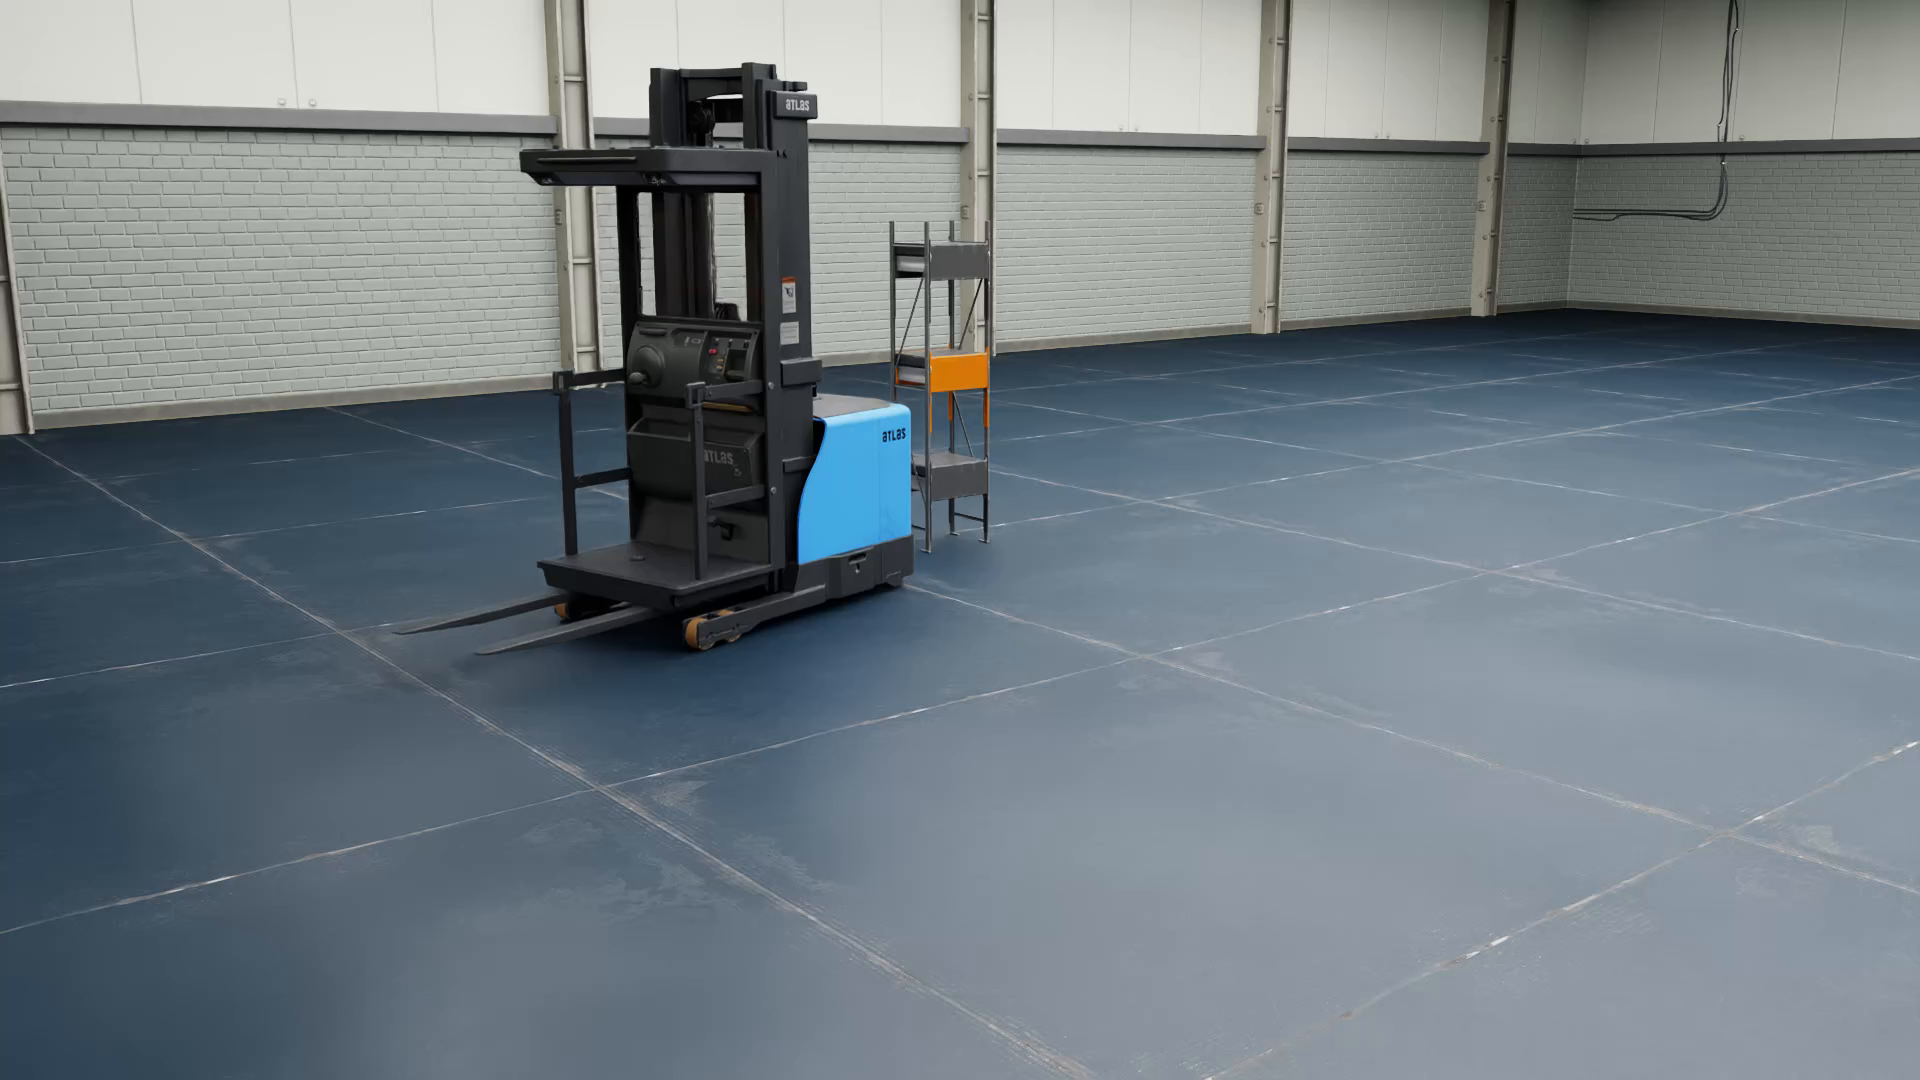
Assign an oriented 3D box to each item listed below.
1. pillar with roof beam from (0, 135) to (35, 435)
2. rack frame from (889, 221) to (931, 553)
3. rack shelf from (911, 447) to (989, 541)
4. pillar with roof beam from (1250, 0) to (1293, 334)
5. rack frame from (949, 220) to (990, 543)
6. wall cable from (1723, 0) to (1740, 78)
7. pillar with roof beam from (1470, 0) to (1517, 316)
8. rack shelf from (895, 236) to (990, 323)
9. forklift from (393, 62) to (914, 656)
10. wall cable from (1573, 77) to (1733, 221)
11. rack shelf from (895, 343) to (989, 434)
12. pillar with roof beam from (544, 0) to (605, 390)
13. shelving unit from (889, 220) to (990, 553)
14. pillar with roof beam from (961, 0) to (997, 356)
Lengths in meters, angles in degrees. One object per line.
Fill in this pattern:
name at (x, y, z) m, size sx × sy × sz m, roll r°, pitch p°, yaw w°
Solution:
pillar with roof beam at (-6.427, -4.725, 11.714) m, size 0.400 × 9.000 × 9.100 m, roll -9°, pitch 15°, yaw -38°
rack frame at (-0.320, -0.974, 10.660) m, size 0.015 × 2.100 × 0.400 m, roll -9°, pitch 15°, yaw -38°
rack shelf at (-0.129, -0.308, 10.958) m, size 0.480 × 0.518 × 0.431 m, roll -9°, pitch 15°, yaw -38°
pillar with roof beam at (7.629, -7.060, 22.714) m, size 0.400 × 9.000 × 9.100 m, roll -9°, pitch 15°, yaw -38°
rack frame at (0.061, -1.037, 10.959) m, size 0.015 × 2.100 × 0.400 m, roll -9°, pitch 15°, yaw -38°
wall cable at (14.441, -9.218, 28.190) m, size 0.112 × 2.526 × 3.097 m, roll -9°, pitch 15°, yaw -38°
pillar with roof beam at (12.314, -7.839, 26.380) m, size 0.400 × 9.000 × 9.100 m, roll -9°, pitch 15°, yaw -38°
rack shelf at (-0.129, -1.677, 10.667) m, size 0.480 × 0.518 × 0.431 m, roll -9°, pitch 15°, yaw -38°
forklift at (-1.553, -0.986, 8.717) m, size 1.130 × 2.935 × 3.031 m, roll 9°, pitch 15°, yaw 36°
wall cable at (12.751, -7.186, 30.781) m, size 0.112 × 2.526 × 3.097 m, roll -9°, pitch 15°, yaw -38°
rack shelf at (-0.129, -0.992, 10.812) m, size 0.480 × 0.518 × 0.431 m, roll -9°, pitch 15°, yaw -38°
pillar with roof beam at (-1.742, -5.503, 15.381) m, size 0.400 × 9.000 × 9.100 m, roll -9°, pitch 15°, yaw -38°
shelving unit at (-0.129, -1.006, 10.810) m, size 0.503 × 2.100 × 0.431 m, roll -9°, pitch 15°, yaw -38°
pillar with roof beam at (2.944, -6.282, 19.047) m, size 0.400 × 9.000 × 9.100 m, roll -9°, pitch 15°, yaw -38°
